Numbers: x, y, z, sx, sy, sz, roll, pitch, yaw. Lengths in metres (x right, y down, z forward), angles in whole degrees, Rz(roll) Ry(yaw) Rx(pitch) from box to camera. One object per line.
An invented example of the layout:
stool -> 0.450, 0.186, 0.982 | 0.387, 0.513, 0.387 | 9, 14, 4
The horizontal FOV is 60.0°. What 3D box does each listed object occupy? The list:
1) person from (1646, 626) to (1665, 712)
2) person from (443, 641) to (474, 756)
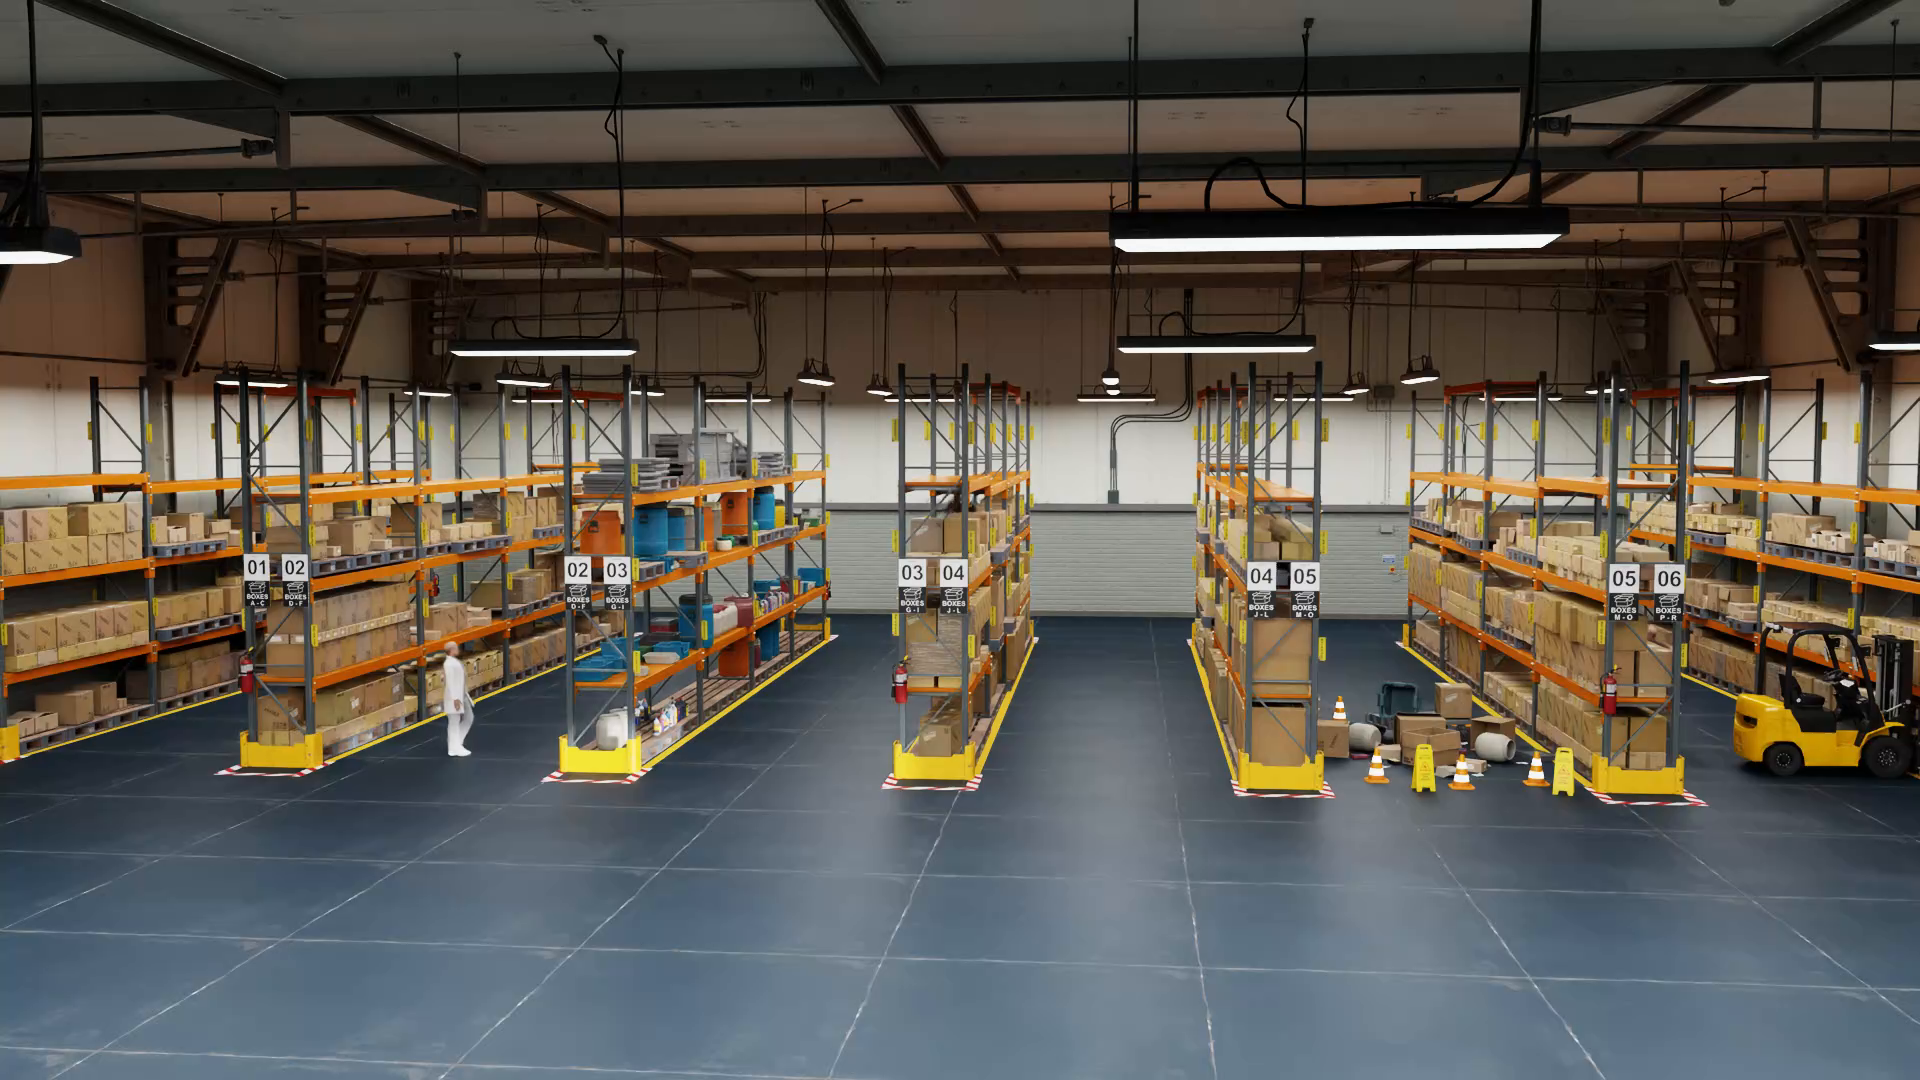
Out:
person -> 11.458, 2.341, 27.690 | 0.649, 1.828, 0.652 | 0, 4, 2
person -> -7.845, 2.467, 25.899 | 0.507, 1.791, 0.632 | 1, 4, 8
